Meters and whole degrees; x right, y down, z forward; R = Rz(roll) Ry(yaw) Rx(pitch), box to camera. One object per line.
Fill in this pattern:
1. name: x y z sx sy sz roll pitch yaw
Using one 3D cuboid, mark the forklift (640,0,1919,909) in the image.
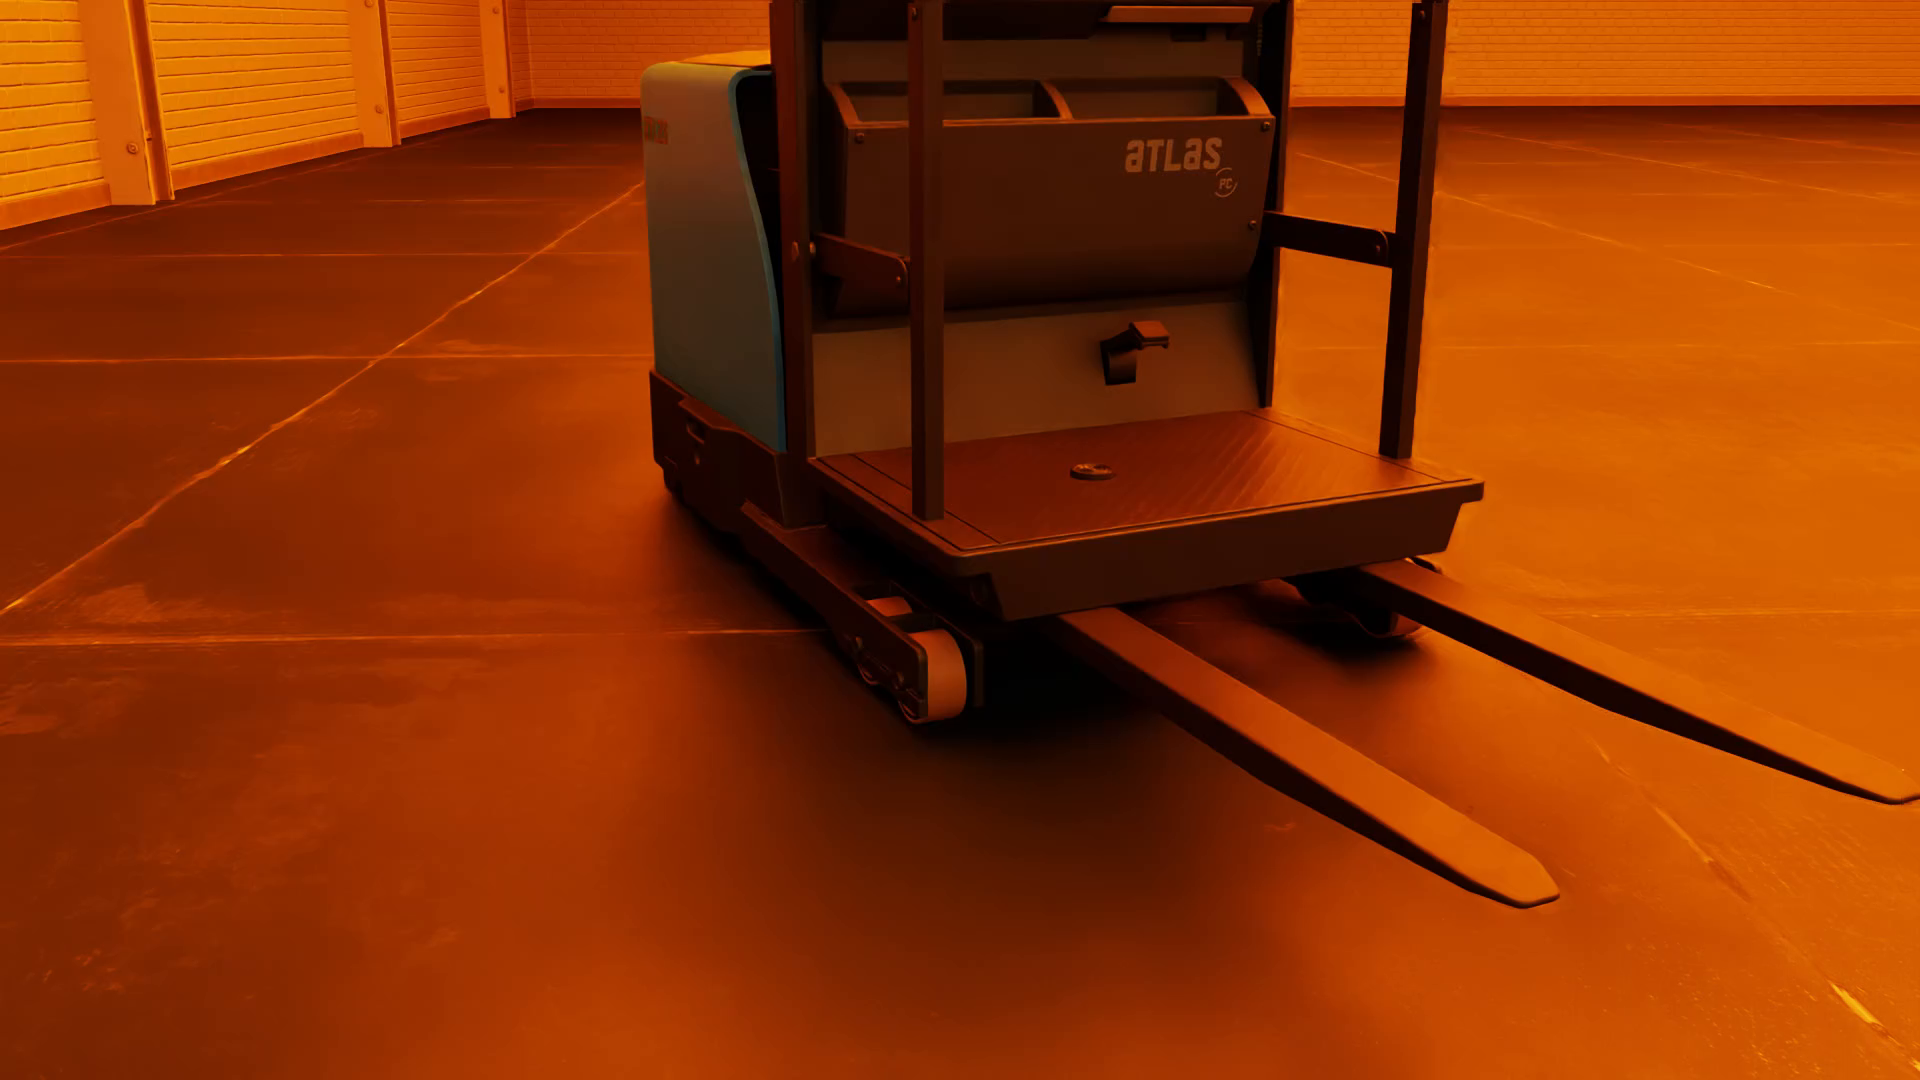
1. forklift: 0.280 -1.227 2.919 1.130 2.935 3.031 -8 19 -24
